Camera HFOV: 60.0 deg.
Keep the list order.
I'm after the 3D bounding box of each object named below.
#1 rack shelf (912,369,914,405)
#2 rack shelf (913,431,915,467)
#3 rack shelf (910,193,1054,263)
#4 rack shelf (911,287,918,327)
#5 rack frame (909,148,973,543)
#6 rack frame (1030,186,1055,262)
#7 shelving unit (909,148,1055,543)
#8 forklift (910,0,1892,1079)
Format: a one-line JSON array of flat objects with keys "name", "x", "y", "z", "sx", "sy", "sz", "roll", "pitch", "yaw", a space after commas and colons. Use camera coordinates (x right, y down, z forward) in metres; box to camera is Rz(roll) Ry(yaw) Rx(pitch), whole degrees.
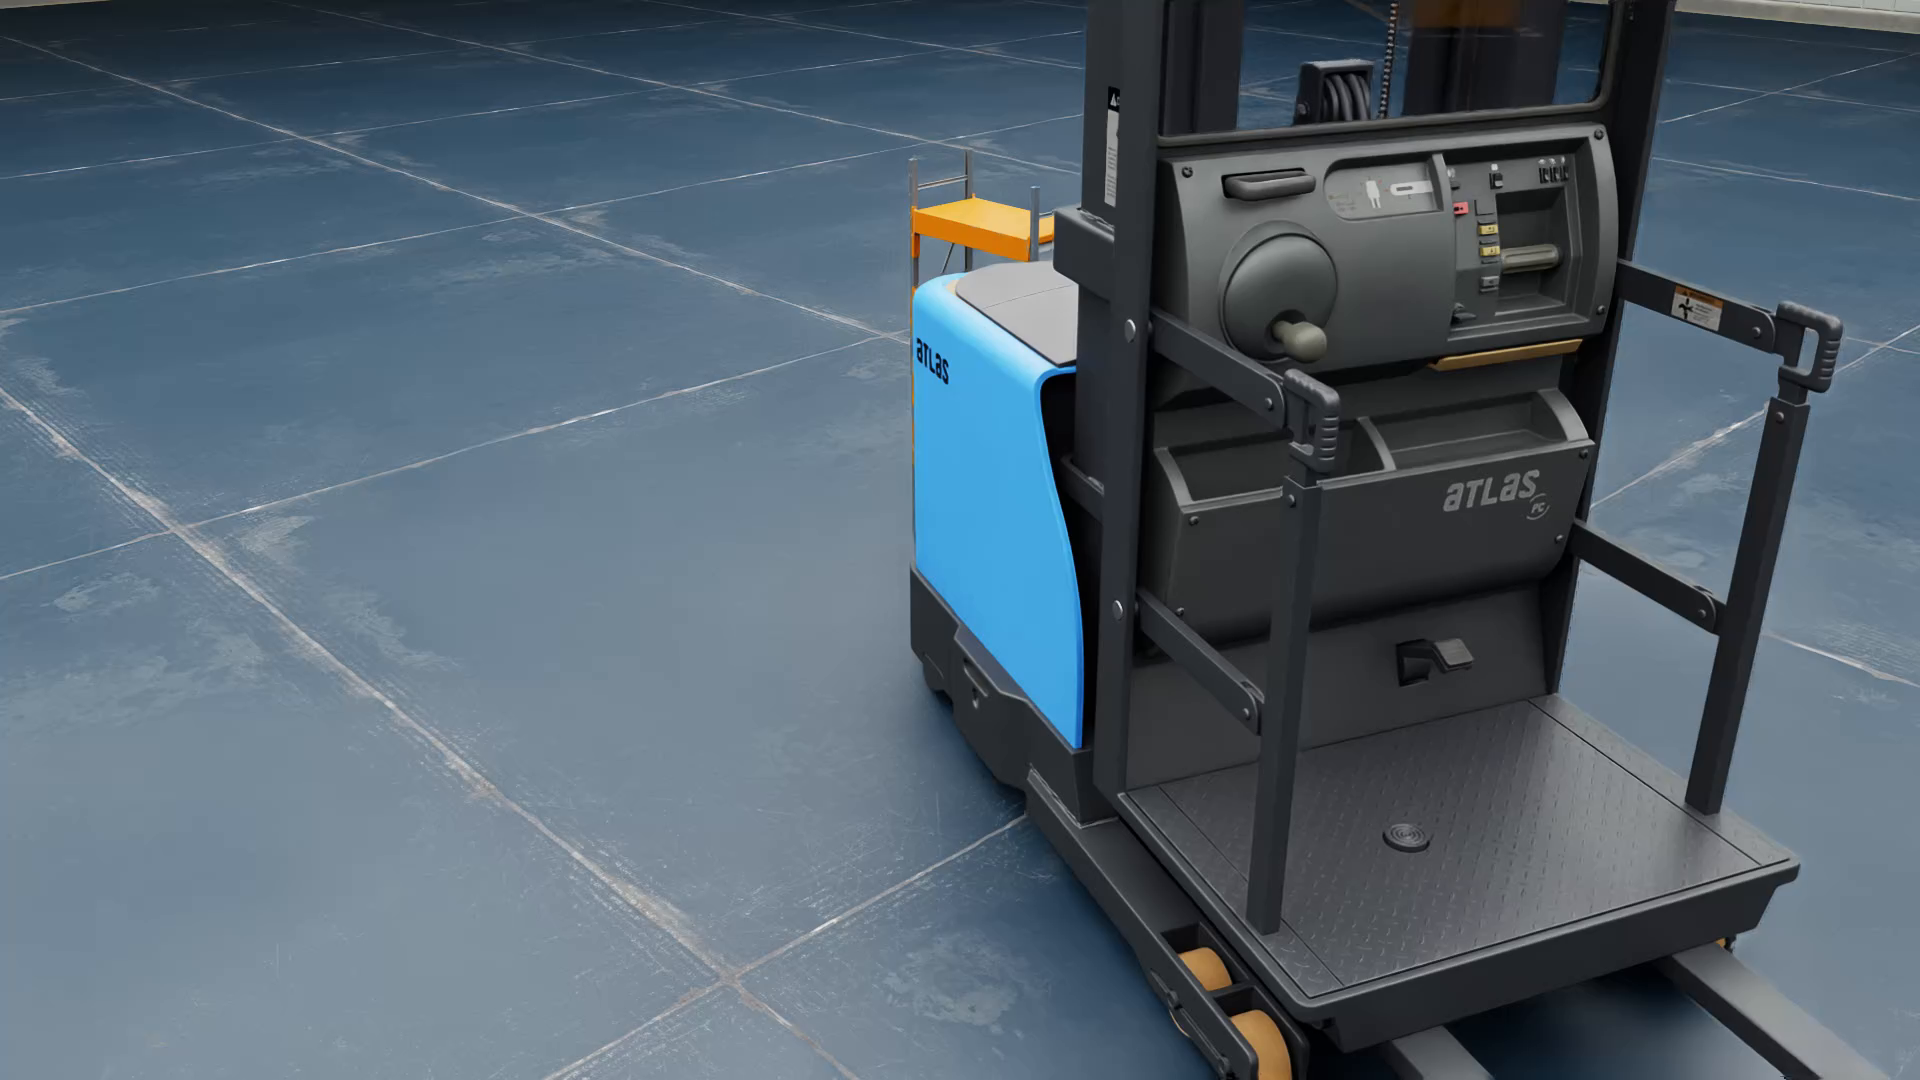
[{"name": "rack shelf", "x": 0.113, "y": -0.435, "z": 4.919, "sx": 0.258, "sy": 0.148, "sz": 0.480, "roll": -21, "pitch": 32, "yaw": -38}, {"name": "rack shelf", "x": 0.113, "y": -0.254, "z": 5.001, "sx": 0.258, "sy": 0.148, "sz": 0.480, "roll": -21, "pitch": 32, "yaw": -38}, {"name": "rack shelf", "x": 0.113, "y": -0.853, "z": 4.728, "sx": 0.258, "sy": 0.148, "sz": 0.480, "roll": -21, "pitch": 32, "yaw": -38}, {"name": "rack shelf", "x": 0.113, "y": -0.638, "z": 4.826, "sx": 0.258, "sy": 0.148, "sz": 0.480, "roll": -21, "pitch": 32, "yaw": -38}, {"name": "rack frame", "x": -0.054, "y": -0.570, "z": 5.053, "sx": 0.240, "sy": 1.200, "sz": 0.015, "roll": -21, "pitch": 32, "yaw": -38}, {"name": "rack frame", "x": 0.280, "y": -0.422, "z": 4.729, "sx": 0.240, "sy": 1.200, "sz": 0.015, "roll": -21, "pitch": 32, "yaw": -38}, {"name": "shelving unit", "x": 0.113, "y": -0.496, "z": 4.891, "sx": 0.258, "sy": 1.200, "sz": 0.503, "roll": -21, "pitch": 32, "yaw": -38}, {"name": "forklift", "x": 0.887, "y": -0.510, "z": 2.837, "sx": 1.130, "sy": 2.935, "sz": 3.031, "roll": -9, "pitch": 26, "yaw": -20}]
